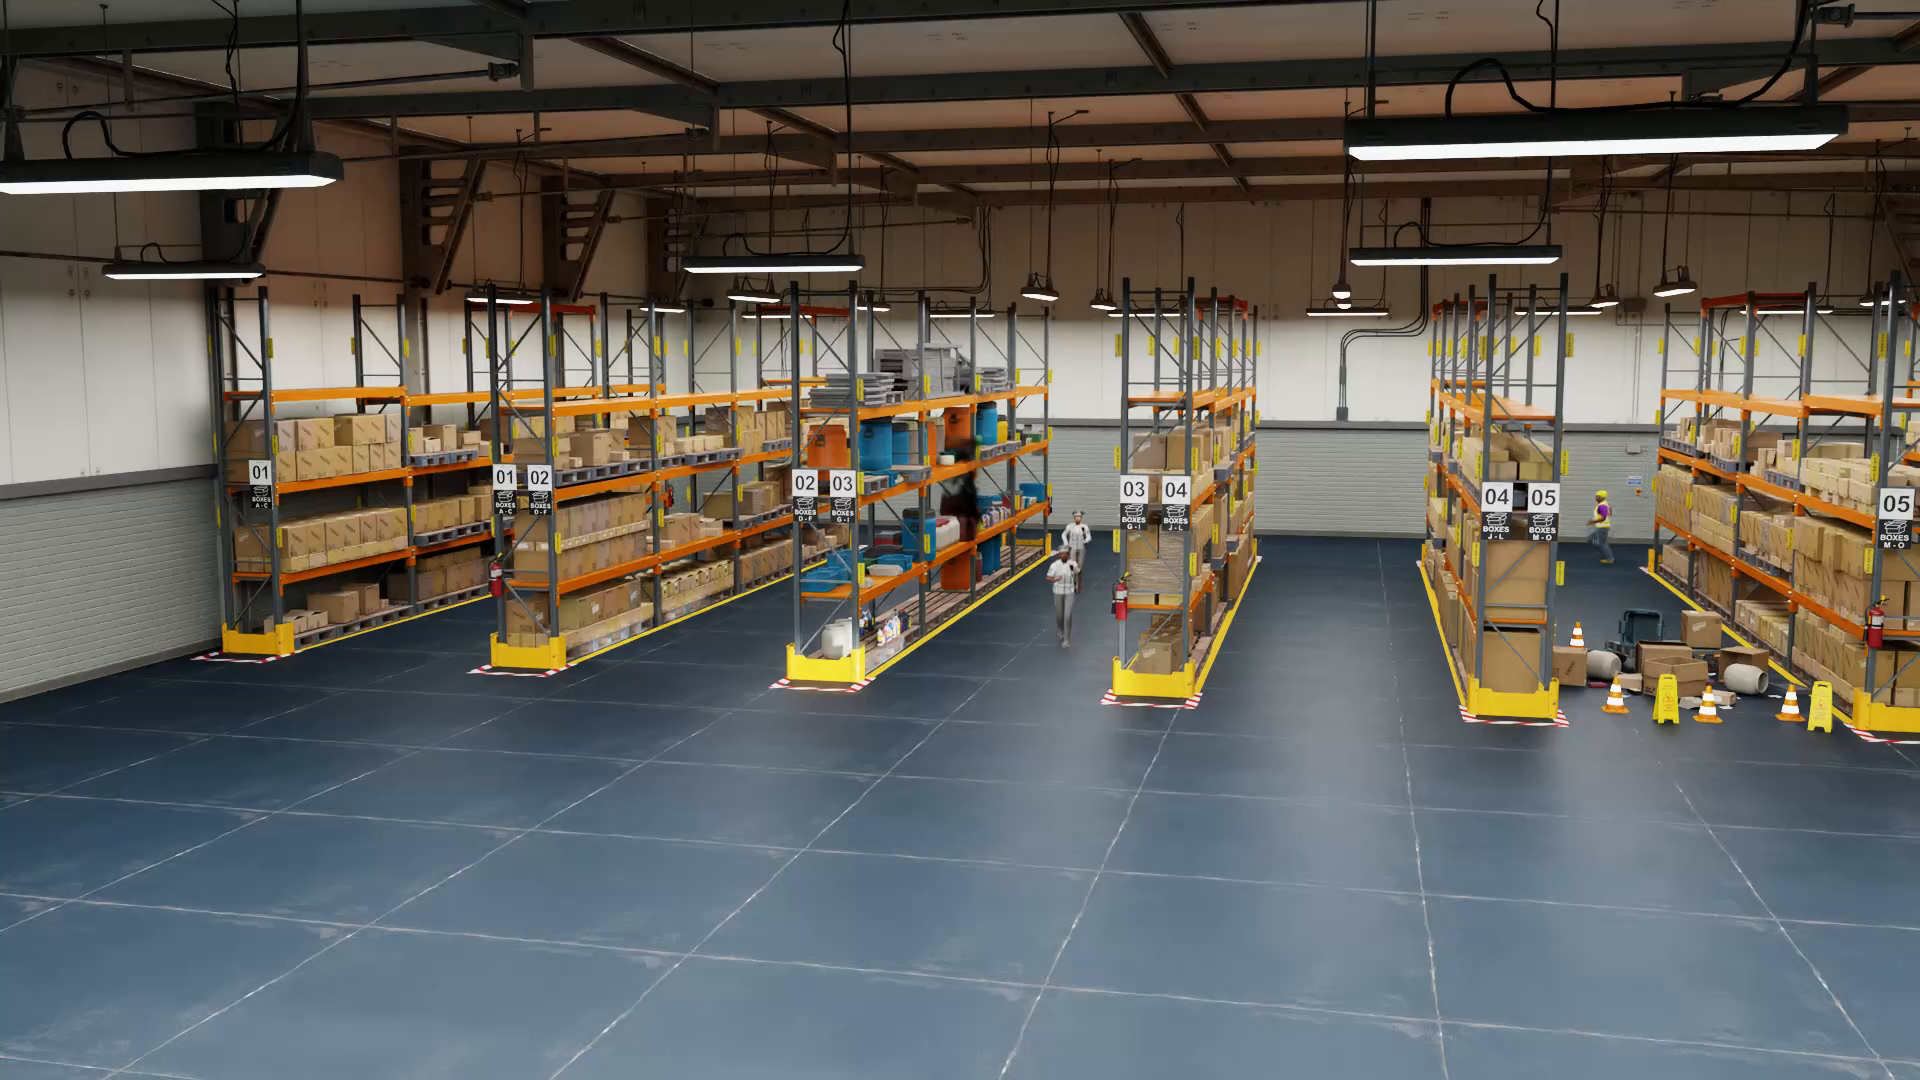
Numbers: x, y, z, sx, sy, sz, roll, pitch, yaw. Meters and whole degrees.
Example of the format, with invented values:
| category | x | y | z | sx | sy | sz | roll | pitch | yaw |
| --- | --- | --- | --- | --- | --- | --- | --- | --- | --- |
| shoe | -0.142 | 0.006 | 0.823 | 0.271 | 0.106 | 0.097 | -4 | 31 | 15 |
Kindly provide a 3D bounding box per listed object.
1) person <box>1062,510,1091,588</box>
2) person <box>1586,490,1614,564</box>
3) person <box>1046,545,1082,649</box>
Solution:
| category | x | y | z | sx | sy | sz | roll | pitch | yaw |
| --- | --- | --- | --- | --- | --- | --- | --- | --- | --- |
| person | 2.434 | 0.201 | 34.606 | 0.599 | 1.657 | 0.562 | 0 | 7 | 0 |
| person | 14.970 | -0.311 | 38.870 | 0.662 | 1.718 | 0.690 | 2 | 7 | 17 |
| person | 1.757 | 0.918 | 28.089 | 0.604 | 1.698 | 0.900 | 1 | 7 | 5 |
